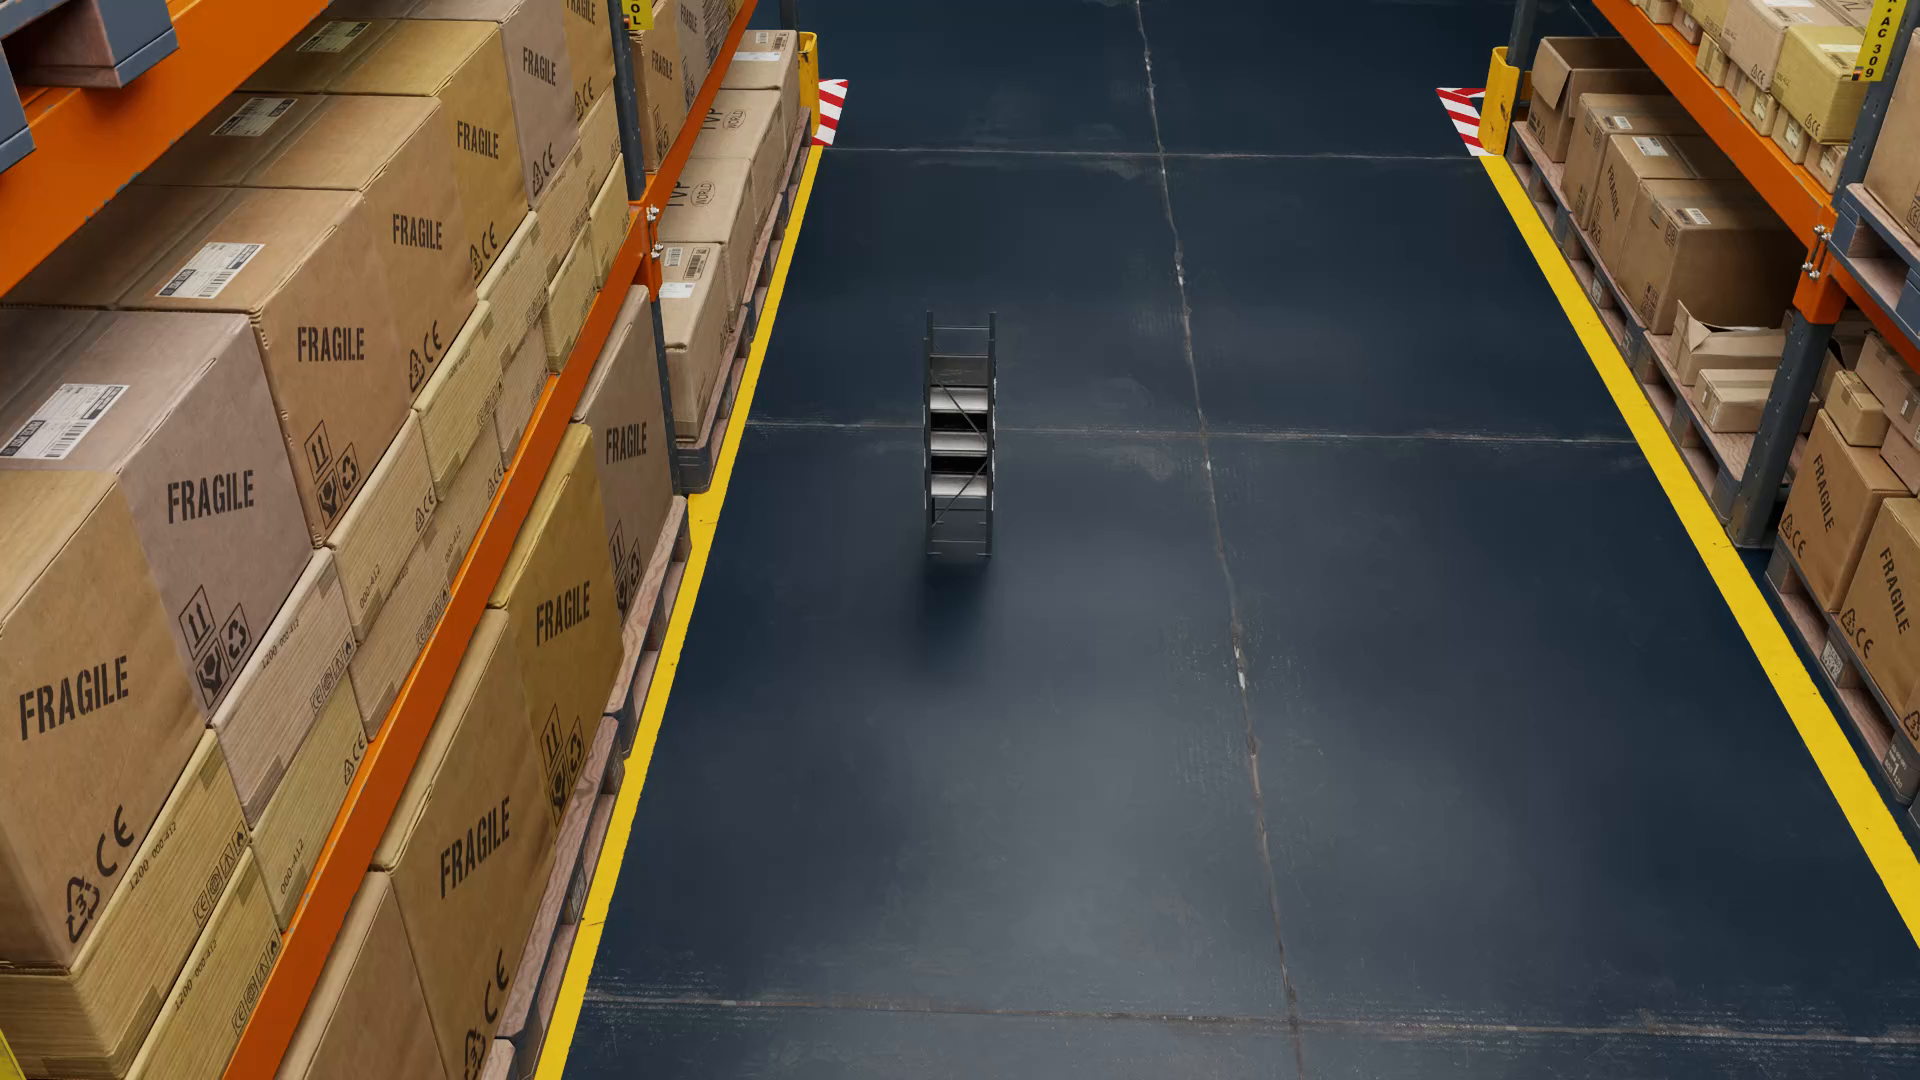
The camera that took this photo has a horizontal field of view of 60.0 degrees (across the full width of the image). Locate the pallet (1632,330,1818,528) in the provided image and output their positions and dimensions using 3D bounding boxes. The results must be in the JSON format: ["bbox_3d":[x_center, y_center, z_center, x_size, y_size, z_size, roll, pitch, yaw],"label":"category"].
[{"bbox_3d":[3.420,-0.468,6.732,1.003,0.211,1.213,1,35,2],"label":"pallet"}]

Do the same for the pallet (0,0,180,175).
[{"bbox_3d":[-1.756,-0.550,1.979,1.213,0.211,1.003,3,35,4],"label":"pallet"}]

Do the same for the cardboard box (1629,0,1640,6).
[{"bbox_3d":[3.164,-2.488,7.400,0.380,0.149,0.250,0,35,1],"label":"cardboard box"}]

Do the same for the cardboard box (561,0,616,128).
[{"bbox_3d":[-1.335,-1.514,4.839,0.500,0.500,0.500,2,35,3],"label":"cardboard box"}]

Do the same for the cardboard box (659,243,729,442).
[{"bbox_3d":[-1.436,-0.808,6.655,0.875,0.438,0.875,1,35,1],"label":"cardboard box"}]

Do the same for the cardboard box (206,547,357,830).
[{"bbox_3d":[-1.440,0.246,2.987,0.500,0.250,0.500,2,35,3],"label":"cardboard box"}]

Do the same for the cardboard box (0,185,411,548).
[{"bbox_3d":[-1.418,-0.338,3.166,0.500,0.500,0.500,2,35,3],"label":"cardboard box"}]

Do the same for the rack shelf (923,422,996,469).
[{"bbox_3d":[0.000,-0.346,6.017,0.258,0.077,0.200,1,35,2],"label":"rack shelf"}]

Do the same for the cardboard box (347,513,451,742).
[{"bbox_3d":[-1.428,0.161,3.543,0.500,0.250,0.500,2,35,3],"label":"cardboard box"}]

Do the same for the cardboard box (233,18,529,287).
[{"bbox_3d":[-1.388,-0.926,4.002,0.500,0.500,0.500,2,35,3],"label":"cardboard box"}]

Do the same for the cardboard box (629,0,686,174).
[{"bbox_3d":[-1.288,-1.631,5.875,0.500,0.500,0.500,2,35,3],"label":"cardboard box"}]

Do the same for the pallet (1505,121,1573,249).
[{"bbox_3d":[3.518,-1.870,8.727,1.003,0.211,1.213,1,35,2],"label":"pallet"}]

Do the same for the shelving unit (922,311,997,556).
[{"bbox_3d":[0.000,-0.373,5.998,0.258,0.900,0.210,1,35,2],"label":"shelving unit"}]

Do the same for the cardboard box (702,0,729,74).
[{"bbox_3d":[-1.237,-2.206,6.693,0.500,0.500,0.500,2,35,2],"label":"cardboard box"}]

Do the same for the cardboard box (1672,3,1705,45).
[{"bbox_3d":[3.232,-2.187,6.971,0.380,0.149,0.250,1,35,2],"label":"cardboard box"}]

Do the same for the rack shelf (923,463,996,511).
[{"bbox_3d":[0.000,-0.198,6.121,0.258,0.077,0.200,1,35,2],"label":"rack shelf"}]

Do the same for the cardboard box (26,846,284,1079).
[{"bbox_3d":[-1.458,0.757,2.694,0.500,0.250,0.500,1,35,1],"label":"cardboard box"}]

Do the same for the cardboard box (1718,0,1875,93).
[{"bbox_3d":[3.174,-1.861,6.161,0.500,0.250,0.500,1,35,2],"label":"cardboard box"}]

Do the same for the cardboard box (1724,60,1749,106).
[{"bbox_3d":[3.165,-1.751,6.351,0.380,0.149,0.250,2,35,3],"label":"cardboard box"}]

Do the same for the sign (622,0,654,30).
[{"bbox_3d":[-1.025,-1.761,5.209,0.100,0.325,0.005,1,35,2],"label":"sign"}]

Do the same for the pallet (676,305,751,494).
[{"bbox_3d":[-1.459,-0.621,6.950,1.003,0.211,1.213,1,35,2],"label":"pallet"}]

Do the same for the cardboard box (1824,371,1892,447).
[{"bbox_3d":[3.112,-0.429,5.496,0.380,0.149,0.250,3,35,4],"label":"cardboard box"}]

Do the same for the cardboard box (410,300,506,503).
[{"bbox_3d":[-1.374,-0.331,3.808,0.500,0.250,0.500,2,35,3],"label":"cardboard box"}]

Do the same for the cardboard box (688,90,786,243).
[{"bbox_3d":[-1.362,-1.841,8.124,0.875,0.438,0.875,2,35,3],"label":"cardboard box"}]

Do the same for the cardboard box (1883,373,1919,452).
[{"bbox_3d":[3.149,-0.400,5.196,0.380,0.149,0.250,0,35,0],"label":"cardboard box"}]

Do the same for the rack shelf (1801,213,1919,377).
[{"bbox_3d":[3.311,0.229,3.941,1.077,0.370,4.000,1,35,2],"label":"rack shelf"}]

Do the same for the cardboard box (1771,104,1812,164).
[{"bbox_3d":[3.141,-1.451,5.924,0.380,0.149,0.250,2,35,3],"label":"cardboard box"}]

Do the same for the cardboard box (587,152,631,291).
[{"bbox_3d":[-1.334,-1.002,5.197,0.500,0.250,0.500,1,35,1],"label":"cardboard box"}]

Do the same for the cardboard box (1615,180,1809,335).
[{"bbox_3d":[3.318,-1.226,7.194,0.700,0.500,0.500,0,35,0],"label":"cardboard box"}]

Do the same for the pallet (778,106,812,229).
[{"bbox_3d":[-1.361,-2.023,8.945,1.003,0.211,1.213,1,35,2],"label":"pallet"}]

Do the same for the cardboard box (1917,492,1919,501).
[{"bbox_3d":[3.179,-0.120,5.057,0.380,0.149,0.250,0,35,-1],"label":"cardboard box"}]

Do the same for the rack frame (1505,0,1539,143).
[{"bbox_3d":[3.552,-3.512,8.639,1.000,3.000,0.127,1,35,2],"label":"rack frame"}]

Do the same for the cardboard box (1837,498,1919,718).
[{"bbox_3d":[3.136,0.216,5.143,0.500,0.500,0.500,1,35,1],"label":"cardboard box"}]

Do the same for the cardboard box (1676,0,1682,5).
[{"bbox_3d":[3.229,-2.443,6.989,0.500,0.250,0.500,0,35,1],"label":"cardboard box"}]

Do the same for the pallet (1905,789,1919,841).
[{"bbox_3d":[3.351,1.098,4.505,1.003,0.211,1.213,1,35,2],"label":"pallet"}]

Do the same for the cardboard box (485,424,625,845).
[{"bbox_3d":[-1.542,0.248,4.771,0.875,0.875,0.875,2,35,3],"label":"cardboard box"}]

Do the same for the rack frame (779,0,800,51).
[{"bbox_3d":[-1.407,-3.625,8.799,1.000,3.000,0.127,1,35,2],"label":"rack frame"}]

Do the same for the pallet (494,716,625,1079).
[{"bbox_3d":[-1.570,0.962,4.698,1.003,0.211,1.213,1,35,2],"label":"pallet"}]

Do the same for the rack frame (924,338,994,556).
[{"bbox_3d":[-0.004,-0.314,5.915,0.240,0.900,0.006,1,35,2],"label":"rack frame"}]

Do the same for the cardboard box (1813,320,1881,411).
[{"bbox_3d":[3.654,-0.660,6.554,0.500,0.311,0.500,3,35,4],"label":"cardboard box"}]

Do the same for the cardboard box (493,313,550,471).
[{"bbox_3d":[-1.395,-0.420,4.369,0.500,0.250,0.500,0,35,1],"label":"cardboard box"}]

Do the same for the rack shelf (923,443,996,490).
[{"bbox_3d":[0.000,-0.272,6.069,0.258,0.077,0.200,1,35,2],"label":"rack shelf"}]

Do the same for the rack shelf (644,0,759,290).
[{"bbox_3d":[-1.488,-2.181,7.371,1.077,0.370,4.000,1,35,2],"label":"rack shelf"}]

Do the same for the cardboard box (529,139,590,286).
[{"bbox_3d":[-1.355,-0.924,4.651,0.500,0.250,0.500,2,35,3],"label":"cardboard box"}]

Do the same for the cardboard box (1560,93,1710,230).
[{"bbox_3d":[3.360,-1.822,8.043,0.700,0.500,0.500,3,35,4],"label":"cardboard box"}]

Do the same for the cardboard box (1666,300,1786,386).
[{"bbox_3d":[3.135,-0.799,6.791,0.396,0.266,0.258,3,35,4],"label":"cardboard box"}]

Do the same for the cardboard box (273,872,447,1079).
[{"bbox_3d":[-1.618,1.274,3.311,0.875,0.875,0.875,1,35,1],"label":"cardboard box"}]

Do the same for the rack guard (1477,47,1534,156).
[{"bbox_3d":[3.549,-2.446,9.296,1.175,0.500,0.348,1,35,2],"label":"rack guard"}]

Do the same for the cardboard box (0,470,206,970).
[{"bbox_3d":[-1.465,0.244,2.338,0.500,0.500,0.500,0,35,0],"label":"cardboard box"}]
